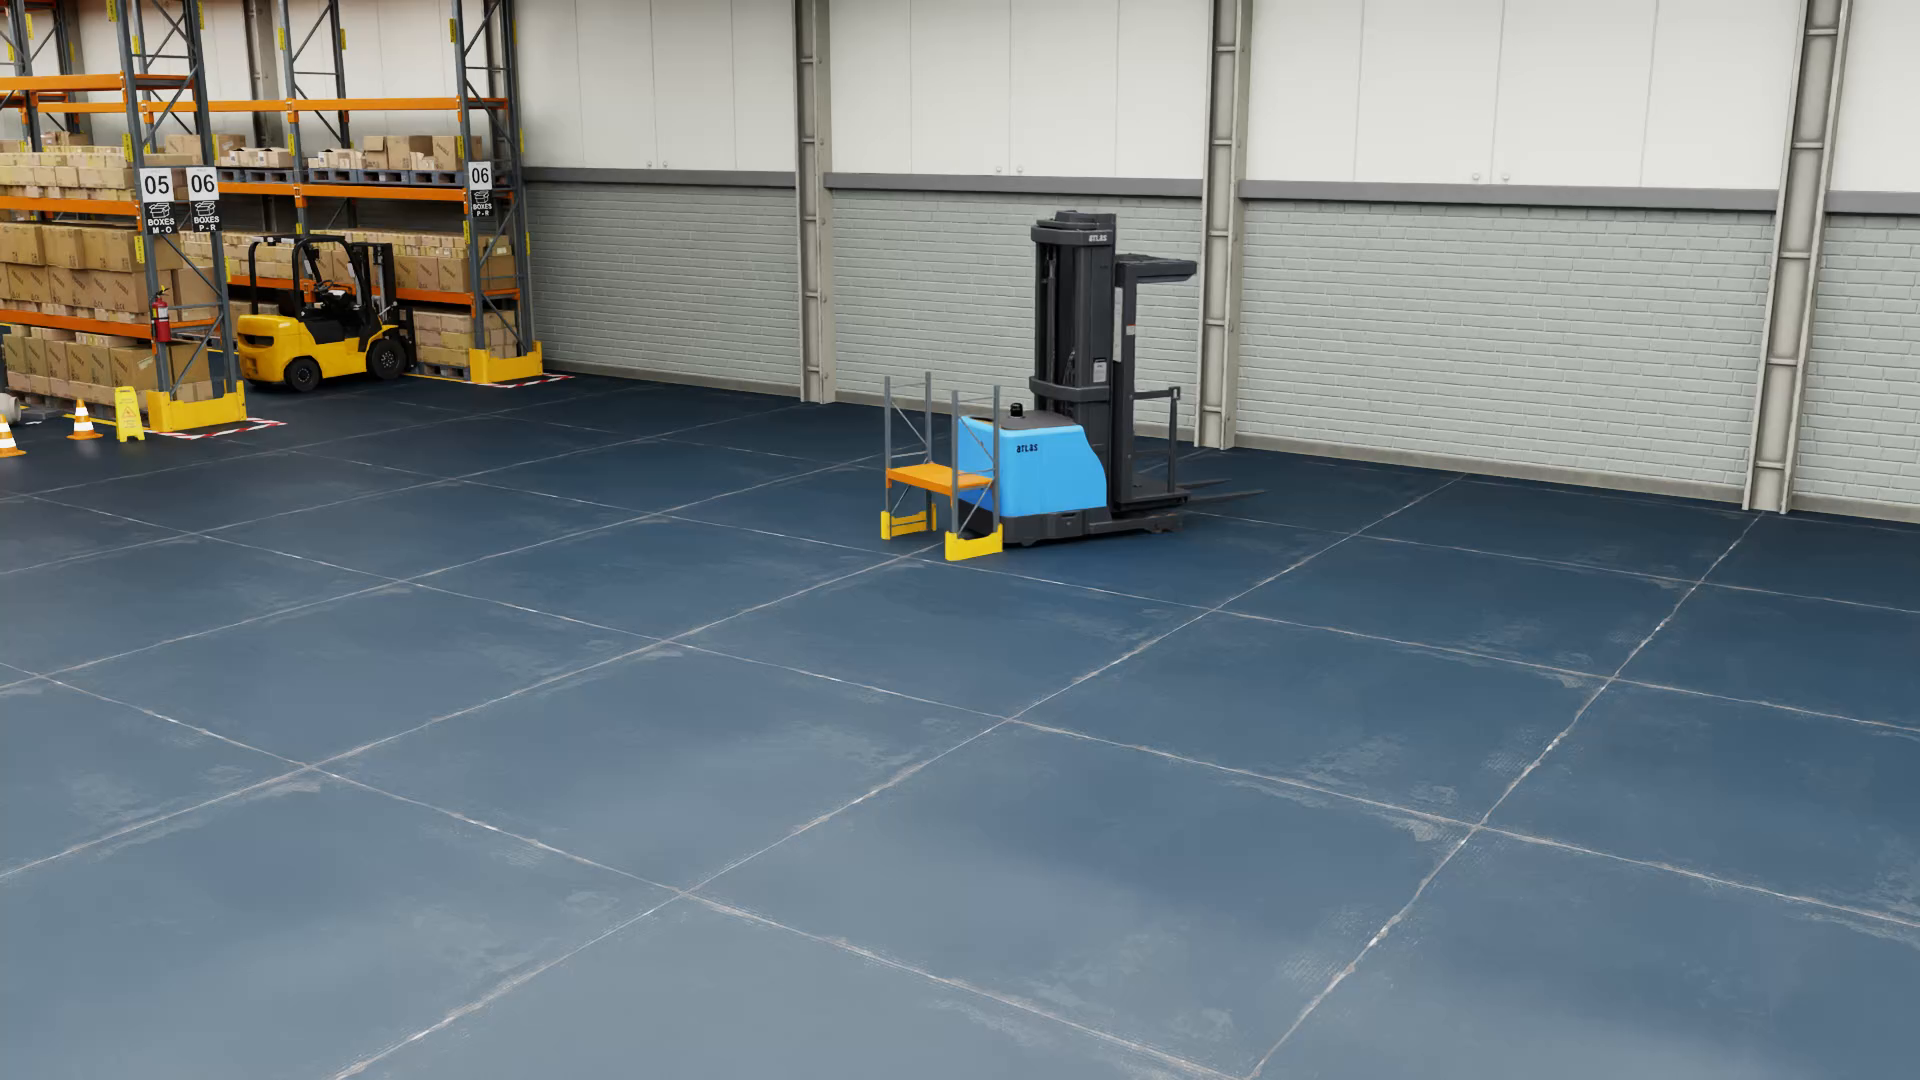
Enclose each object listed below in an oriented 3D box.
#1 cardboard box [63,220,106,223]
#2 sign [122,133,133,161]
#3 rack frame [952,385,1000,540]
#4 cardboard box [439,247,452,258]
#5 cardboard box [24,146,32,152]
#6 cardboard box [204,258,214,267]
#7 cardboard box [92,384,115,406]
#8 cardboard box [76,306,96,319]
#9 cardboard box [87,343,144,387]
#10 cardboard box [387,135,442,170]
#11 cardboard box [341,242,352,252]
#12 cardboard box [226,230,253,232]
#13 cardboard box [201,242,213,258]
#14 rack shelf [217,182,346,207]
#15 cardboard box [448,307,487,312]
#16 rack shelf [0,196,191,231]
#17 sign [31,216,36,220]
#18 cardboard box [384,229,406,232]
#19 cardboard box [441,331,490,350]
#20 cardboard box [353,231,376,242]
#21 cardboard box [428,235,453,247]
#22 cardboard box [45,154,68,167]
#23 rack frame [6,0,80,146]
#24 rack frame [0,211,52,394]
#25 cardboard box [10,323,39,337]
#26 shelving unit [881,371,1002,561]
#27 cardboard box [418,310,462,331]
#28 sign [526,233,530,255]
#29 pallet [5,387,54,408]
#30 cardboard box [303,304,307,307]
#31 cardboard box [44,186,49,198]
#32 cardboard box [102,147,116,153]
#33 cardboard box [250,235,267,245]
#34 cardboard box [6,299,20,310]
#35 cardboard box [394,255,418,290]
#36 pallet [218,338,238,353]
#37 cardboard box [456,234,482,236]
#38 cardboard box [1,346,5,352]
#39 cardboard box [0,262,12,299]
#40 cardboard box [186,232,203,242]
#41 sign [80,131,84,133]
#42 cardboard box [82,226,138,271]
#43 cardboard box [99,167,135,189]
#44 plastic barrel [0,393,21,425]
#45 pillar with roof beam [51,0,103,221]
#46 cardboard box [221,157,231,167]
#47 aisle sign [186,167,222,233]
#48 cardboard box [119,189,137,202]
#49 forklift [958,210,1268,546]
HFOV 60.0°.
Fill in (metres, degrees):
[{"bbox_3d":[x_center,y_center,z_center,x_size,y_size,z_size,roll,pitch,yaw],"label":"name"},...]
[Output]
[{"bbox_3d":[-16.111,-5.589,30.505,0.500,0.500,0.700,9,17,33],"label":"cardboard box"},{"bbox_3d":[-9.954,-4.694,19.886,0.005,0.325,0.100,9,17,33],"label":"sign"},{"bbox_3d":[0.138,-0.587,14.499,0.500,1.500,0.032,-10,17,-36],"label":"rack frame"},{"bbox_3d":[-7.533,-4.289,24.776,0.250,0.149,0.380,9,17,34],"label":"cardboard box"},{"bbox_3d":[-16.814,-7.119,30.347,0.250,0.149,0.380,10,17,34],"label":"cardboard box"},{"bbox_3d":[-12.420,-4.662,28.154,0.500,0.250,0.500,9,16,31],"label":"cardboard box"},{"bbox_3d":[-10.873,-1.911,21.577,0.500,0.250,0.500,9,17,33],"label":"cardboard box"},{"bbox_3d":[-11.157,-2.960,21.486,0.250,0.149,0.380,9,17,32],"label":"cardboard box"},{"bbox_3d":[-10.872,-2.274,21.483,0.500,0.500,0.500,10,17,35],"label":"cardboard box"},{"bbox_3d":[-8.157,-5.832,25.033,0.500,0.500,0.700,9,17,33],"label":"cardboard box"},{"bbox_3d":[-9.451,-4.600,26.030,0.250,0.149,0.380,10,17,34],"label":"cardboard box"},{"bbox_3d":[-12.412,-5.261,28.702,0.250,0.149,0.380,9,16,32],"label":"cardboard box"},{"bbox_3d":[-12.427,-4.900,28.074,0.500,0.250,0.500,9,16,31],"label":"cardboard box"},{"bbox_3d":[-11.839,-5.818,27.766,4.000,0.370,1.077,9,17,33],"label":"rack shelf"},{"bbox_3d":[-7.570,-3.430,25.630,0.500,0.250,0.500,9,17,33],"label":"cardboard box"},{"bbox_3d":[-11.287,-4.292,21.599,4.000,0.370,1.077,9,17,33],"label":"rack shelf"},{"bbox_3d":[-17.114,-5.827,30.745,0.005,0.325,0.100,9,17,33],"label":"sign"},{"bbox_3d":[-8.887,-4.834,26.357,0.250,0.149,0.380,9,16,32],"label":"cardboard box"},{"bbox_3d":[-7.438,-3.021,25.021,0.500,0.250,0.500,9,16,32],"label":"cardboard box"},{"bbox_3d":[-9.209,-4.715,25.878,0.250,0.149,0.380,9,16,32],"label":"cardboard box"},{"bbox_3d":[-7.729,-4.477,24.916,0.250,0.149,0.380,10,17,34],"label":"cardboard box"},{"bbox_3d":[-11.364,-4.823,21.112,0.250,0.149,0.380,10,17,34],"label":"cardboard box"},{"bbox_3d":[-16.817,-8.428,30.569,0.127,3.000,1.000,9,17,33],"label":"rack frame"},{"bbox_3d":[-12.946,-3.453,22.956,0.127,3.000,1.000,9,17,33],"label":"rack frame"},{"bbox_3d":[-12.537,-2.839,22.415,0.250,0.149,0.380,9,17,34],"label":"cardboard box"},{"bbox_3d":[-0.173,-0.686,14.900,0.587,1.500,1.083,-10,17,-36],"label":"shelving unit"},{"bbox_3d":[-7.843,-3.328,25.219,0.500,0.250,0.500,10,17,34],"label":"cardboard box"},{"bbox_3d":[-6.545,-4.475,25.119,0.005,0.325,0.100,9,17,33],"label":"sign"},{"bbox_3d":[-12.369,-2.016,22.956,1.213,0.211,1.003,9,17,33],"label":"pallet"},{"bbox_3d":[-10.618,-3.562,27.465,0.625,0.625,0.875,10,17,35],"label":"cardboard box"},{"bbox_3d":[-11.543,-4.489,21.422,0.250,0.149,0.380,9,17,33],"label":"cardboard box"},{"bbox_3d":[-14.815,-6.828,29.213,0.250,0.149,0.380,9,16,32],"label":"cardboard box"},{"bbox_3d":[-11.459,-4.939,27.401,0.250,0.149,0.380,9,16,31],"label":"cardboard box"},{"bbox_3d":[-12.625,-3.201,22.462,0.250,0.149,0.380,10,17,34],"label":"cardboard box"},{"bbox_3d":[-8.266,-4.109,25.398,0.500,0.500,0.500,9,16,32],"label":"cardboard box"},{"bbox_3d":[-11.829,-3.344,28.319,1.213,0.211,1.003,9,17,33],"label":"pallet"},{"bbox_3d":[-7.445,-4.576,25.318,0.250,0.149,0.380,10,17,34],"label":"cardboard box"},{"bbox_3d":[-13.981,-2.547,23.890,0.625,0.372,0.950,10,17,36],"label":"cardboard box"},{"bbox_3d":[-12.737,-3.531,22.445,0.500,0.500,0.500,9,17,33],"label":"cardboard box"},{"bbox_3d":[-12.948,-5.177,28.361,0.250,0.149,0.380,10,17,34],"label":"cardboard box"},{"bbox_3d":[-16.511,-7.525,31.269,0.005,0.325,0.100,9,17,33],"label":"sign"},{"bbox_3d":[-10.589,-3.689,21.002,0.500,0.500,0.700,9,17,33],"label":"cardboard box"},{"bbox_3d":[-10.202,-4.459,20.471,0.500,0.250,0.500,9,16,32],"label":"cardboard box"},{"bbox_3d":[-12.186,-1.641,20.998,0.512,0.421,0.421,-4,14,-16],"label":"plastic barrel"},{"bbox_3d":[-19.295,-7.843,28.205,0.548,9.000,9.100,9,17,33],"label":"pillar with roof beam"},{"bbox_3d":[-11.901,-6.220,27.332,0.250,0.149,0.380,9,16,32],"label":"cardboard box"},{"bbox_3d":[-9.403,-4.232,20.693,0.004,0.787,0.394,9,17,33],"label":"aisle sign"},{"bbox_3d":[-10.079,-4.243,20.427,0.250,0.149,0.380,9,17,33],"label":"cardboard box"},{"bbox_3d":[1.513,-1.590,15.572,3.031,2.935,1.130,-7,15,-26],"label":"forklift"}]
